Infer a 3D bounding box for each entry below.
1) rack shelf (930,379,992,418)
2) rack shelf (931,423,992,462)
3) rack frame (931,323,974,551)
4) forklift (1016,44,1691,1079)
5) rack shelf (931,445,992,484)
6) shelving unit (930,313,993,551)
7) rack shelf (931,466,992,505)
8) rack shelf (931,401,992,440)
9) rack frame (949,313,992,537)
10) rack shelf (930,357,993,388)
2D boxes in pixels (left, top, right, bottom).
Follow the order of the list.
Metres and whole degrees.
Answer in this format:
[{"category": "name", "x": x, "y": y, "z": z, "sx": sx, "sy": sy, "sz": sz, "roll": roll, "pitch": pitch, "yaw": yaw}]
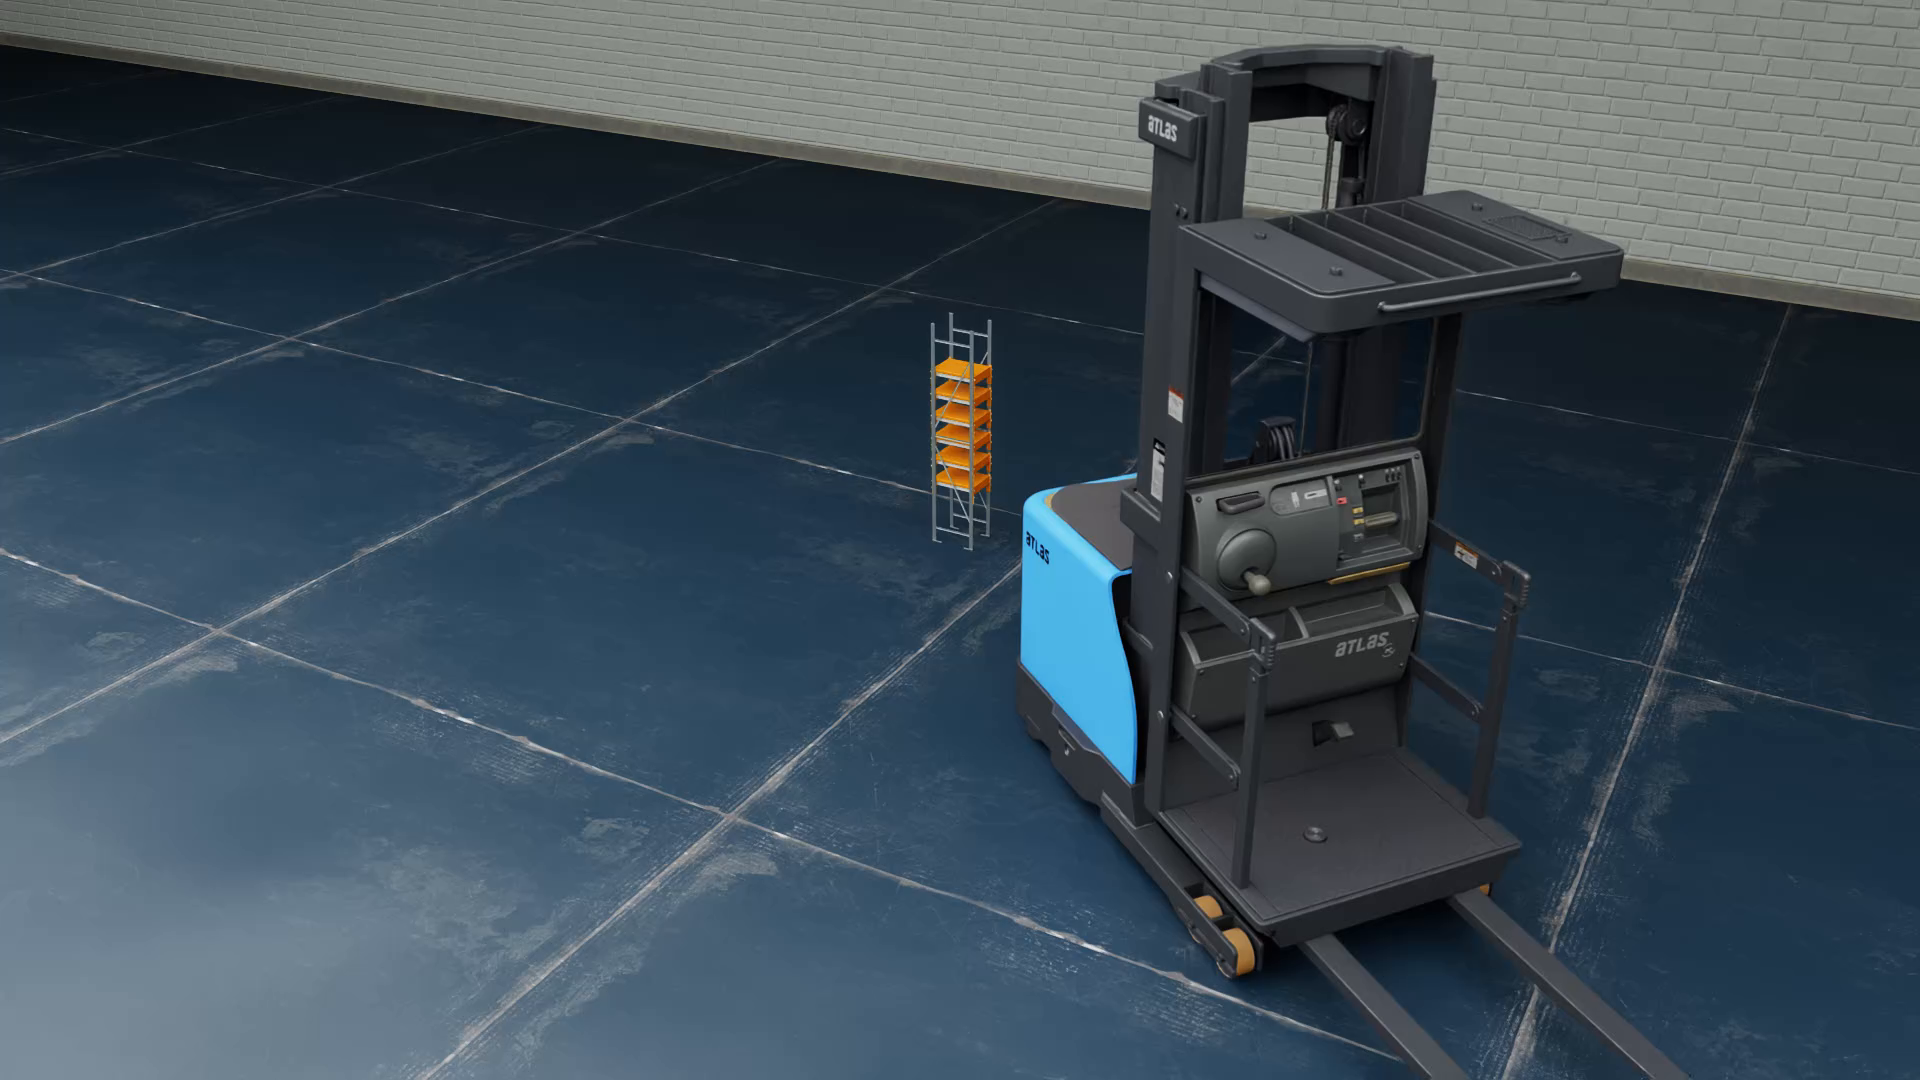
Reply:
[{"category": "rack shelf", "x": 0.007, "y": -0.717, "z": 8.405, "sx": 0.258, "sy": 0.103, "sz": 0.180, "roll": 14, "pitch": 30, "yaw": 26}, {"category": "rack shelf", "x": 0.007, "y": -0.502, "z": 8.513, "sx": 0.258, "sy": 0.103, "sz": 0.180, "roll": 14, "pitch": 30, "yaw": 26}, {"category": "rack frame", "x": -0.038, "y": -0.507, "z": 8.421, "sx": 0.240, "sy": 1.200, "sz": 0.006, "roll": 14, "pitch": 30, "yaw": 26}, {"category": "forklift", "x": 1.291, "y": -0.022, "z": 5.519, "sx": 1.130, "sy": 2.935, "sz": 3.031, "roll": -11, "pitch": 29, "yaw": -21}, {"category": "rack shelf", "x": 0.007, "y": -0.395, "z": 8.566, "sx": 0.258, "sy": 0.103, "sz": 0.180, "roll": 14, "pitch": 30, "yaw": 26}, {"category": "shelving unit", "x": 0.007, "y": -0.542, "z": 8.493, "sx": 0.258, "sy": 1.200, "sz": 0.189, "roll": 14, "pitch": 30, "yaw": 26}, {"category": "rack shelf", "x": 0.007, "y": -0.288, "z": 8.620, "sx": 0.258, "sy": 0.103, "sz": 0.180, "roll": 14, "pitch": 30, "yaw": 26}, {"category": "rack shelf", "x": 0.007, "y": -0.610, "z": 8.459, "sx": 0.258, "sy": 0.103, "sz": 0.180, "roll": 14, "pitch": 30, "yaw": 26}, {"category": "rack frame", "x": 0.052, "y": -0.578, "z": 8.564, "sx": 0.240, "sy": 1.200, "sz": 0.006, "roll": 14, "pitch": 30, "yaw": 26}, {"category": "rack shelf", "x": 0.007, "y": -0.824, "z": 8.351, "sx": 0.258, "sy": 0.103, "sz": 0.180, "roll": 14, "pitch": 30, "yaw": 26}]
